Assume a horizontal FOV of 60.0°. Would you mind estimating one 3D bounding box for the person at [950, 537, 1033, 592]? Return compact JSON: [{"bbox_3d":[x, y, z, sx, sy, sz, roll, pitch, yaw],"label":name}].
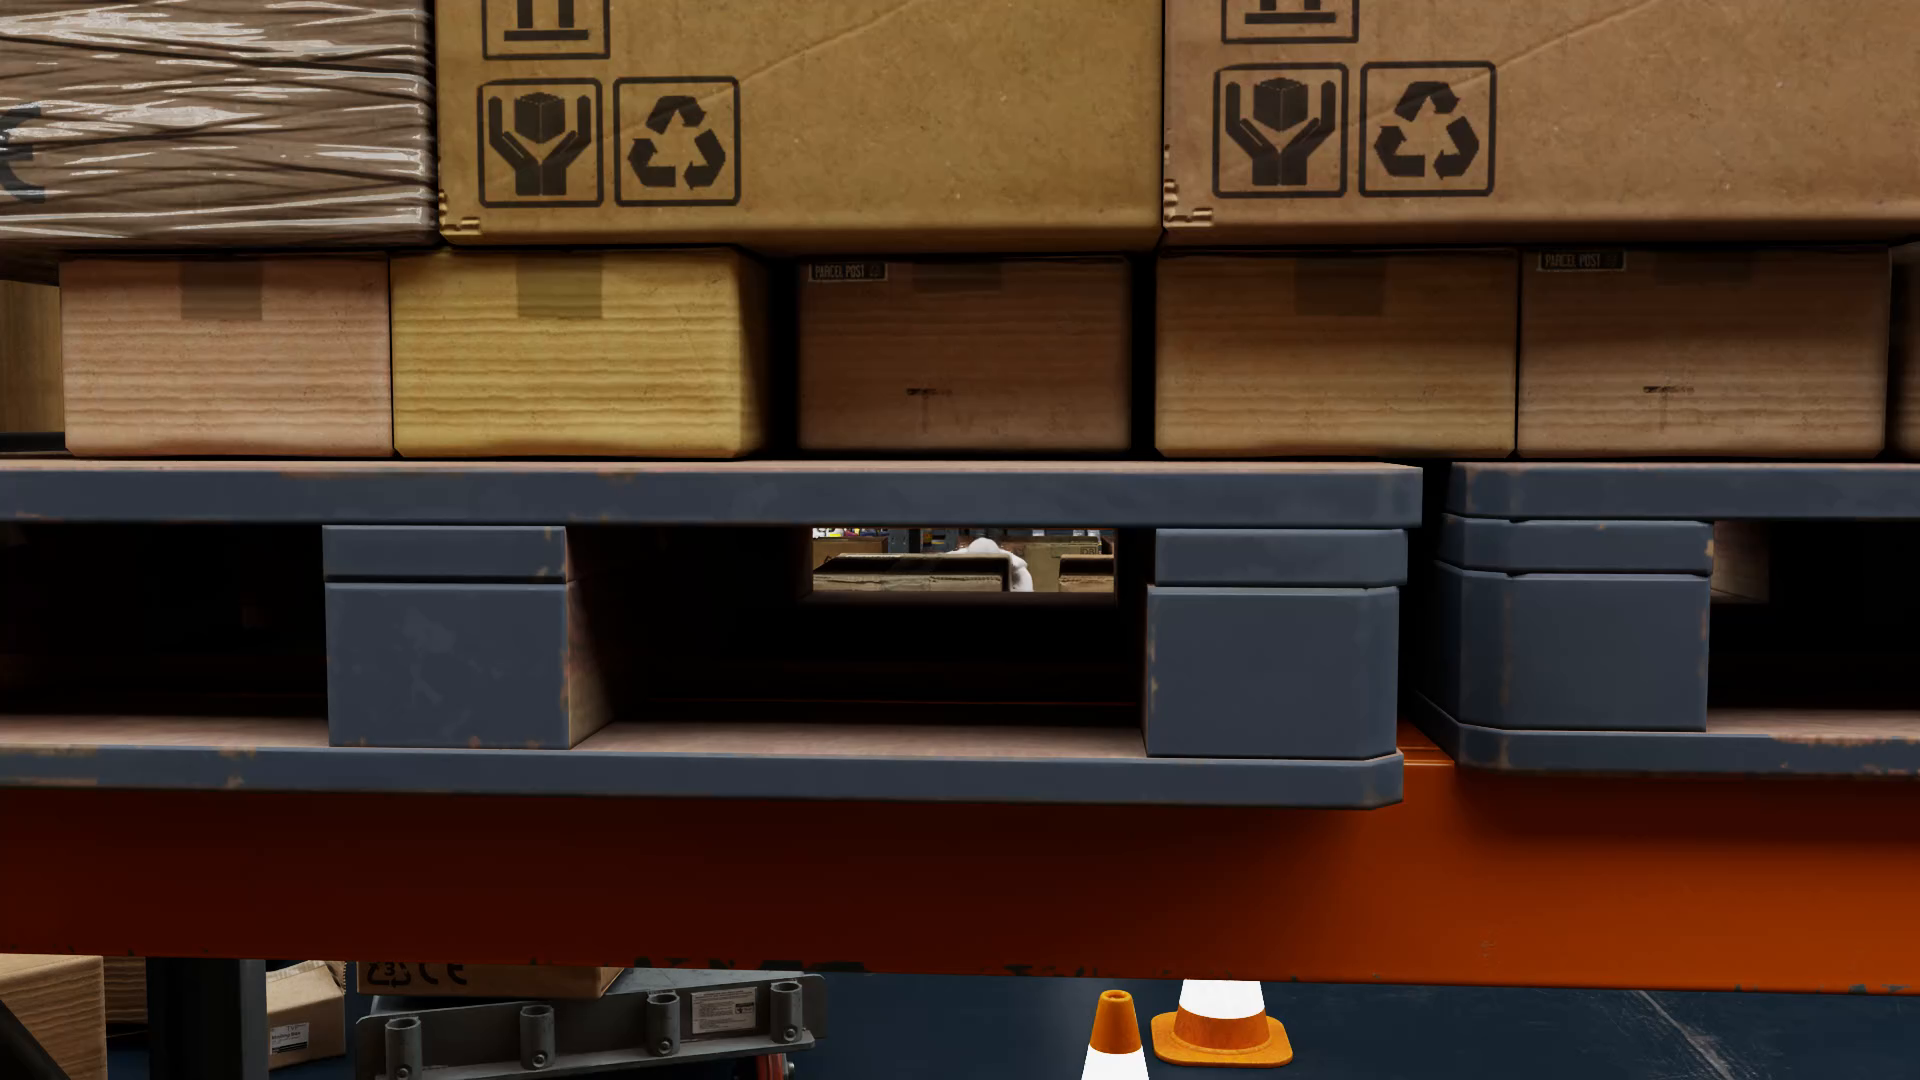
[{"bbox_3d":[0.119,0.424,9.208,0.569,0.926,0.897,0,4,4],"label":"person"}]
